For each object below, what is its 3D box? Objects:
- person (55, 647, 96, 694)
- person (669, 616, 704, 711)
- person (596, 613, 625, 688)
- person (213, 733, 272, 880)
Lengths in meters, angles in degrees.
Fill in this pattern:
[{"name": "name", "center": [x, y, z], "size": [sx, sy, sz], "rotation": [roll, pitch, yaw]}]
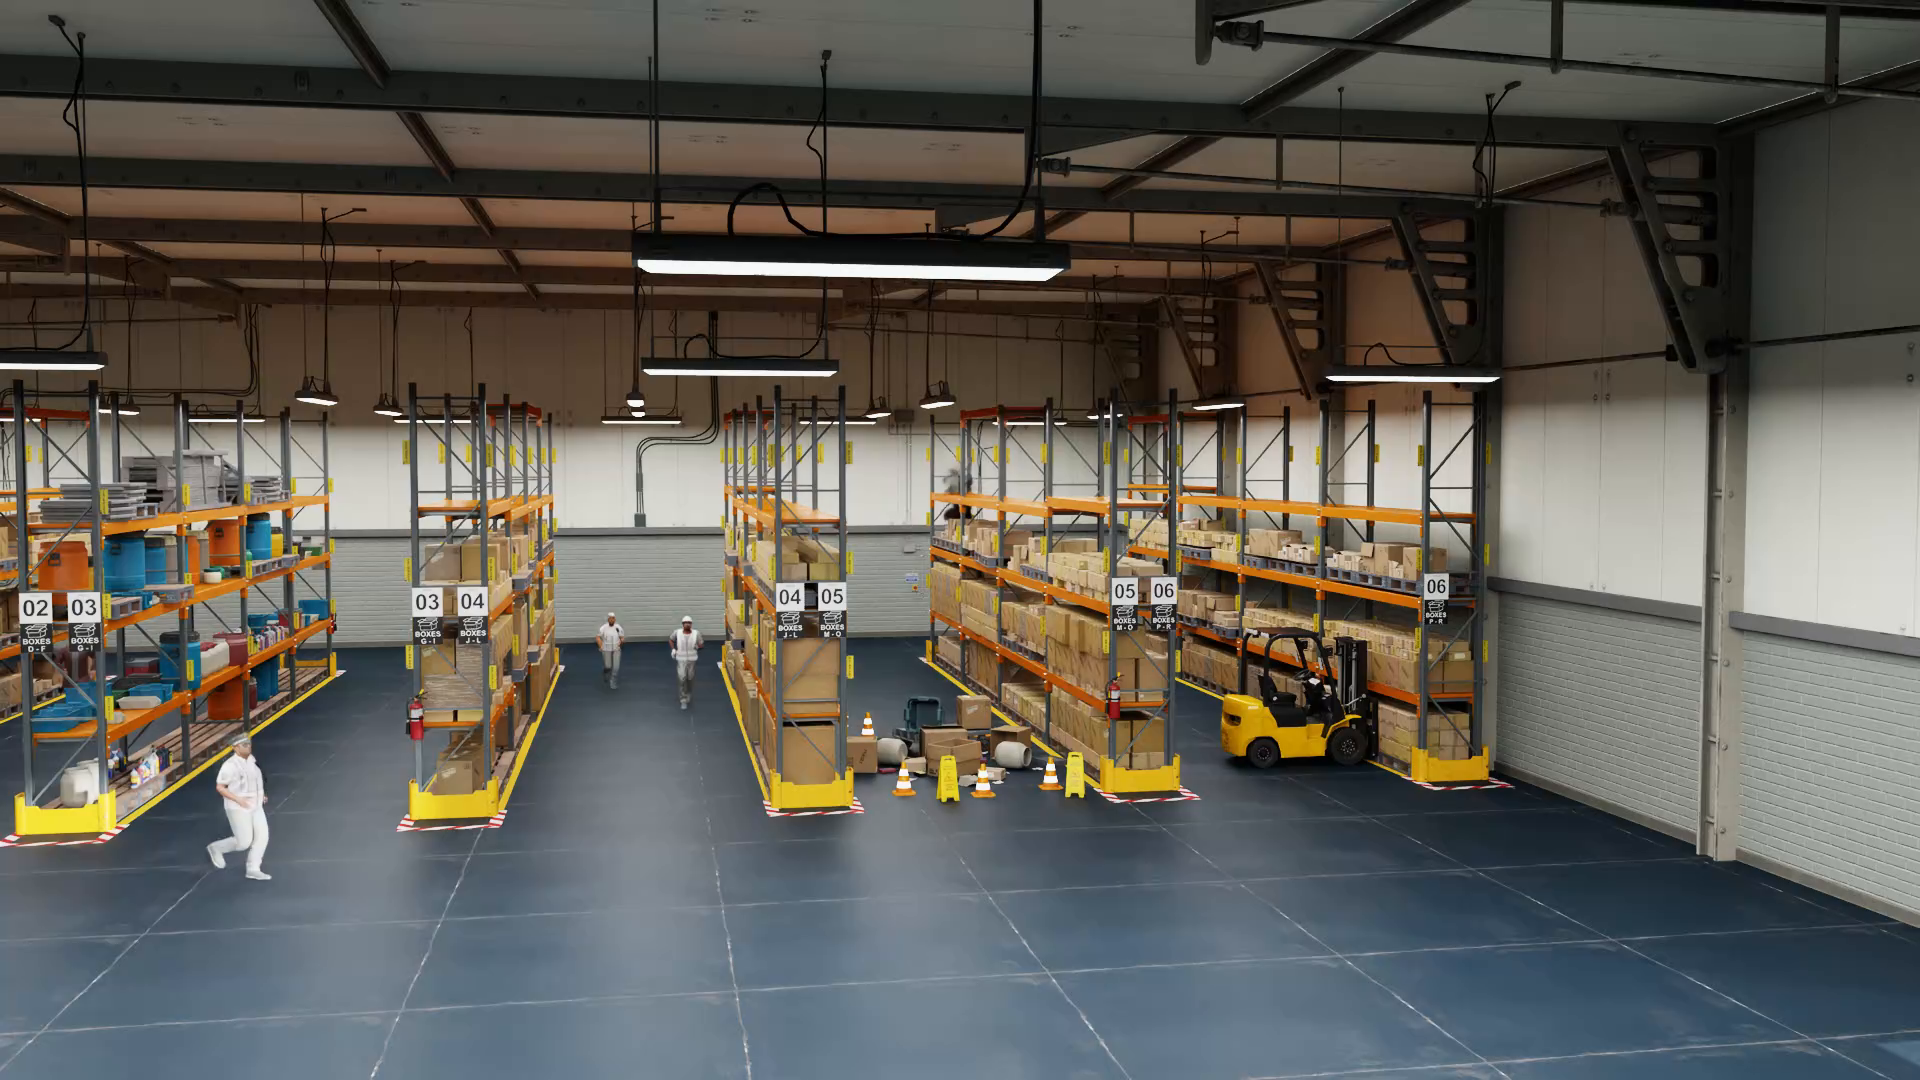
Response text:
[{"name": "person", "center": [-16.160, 2.584, 30.433], "size": [0.737, 1.771, 0.822], "rotation": [-1, 3, -18]}, {"name": "person", "center": [-5.420, 2.422, 33.066], "size": [0.672, 1.820, 0.932], "rotation": [-1, 3, -15]}, {"name": "person", "center": [-7.496, 2.381, 35.771], "size": [0.600, 1.628, 0.539], "rotation": [-1, 3, -19]}, {"name": "person", "center": [-8.464, 3.144, 19.652], "size": [0.668, 1.748, 0.667], "rotation": [1, 3, 15]}]
